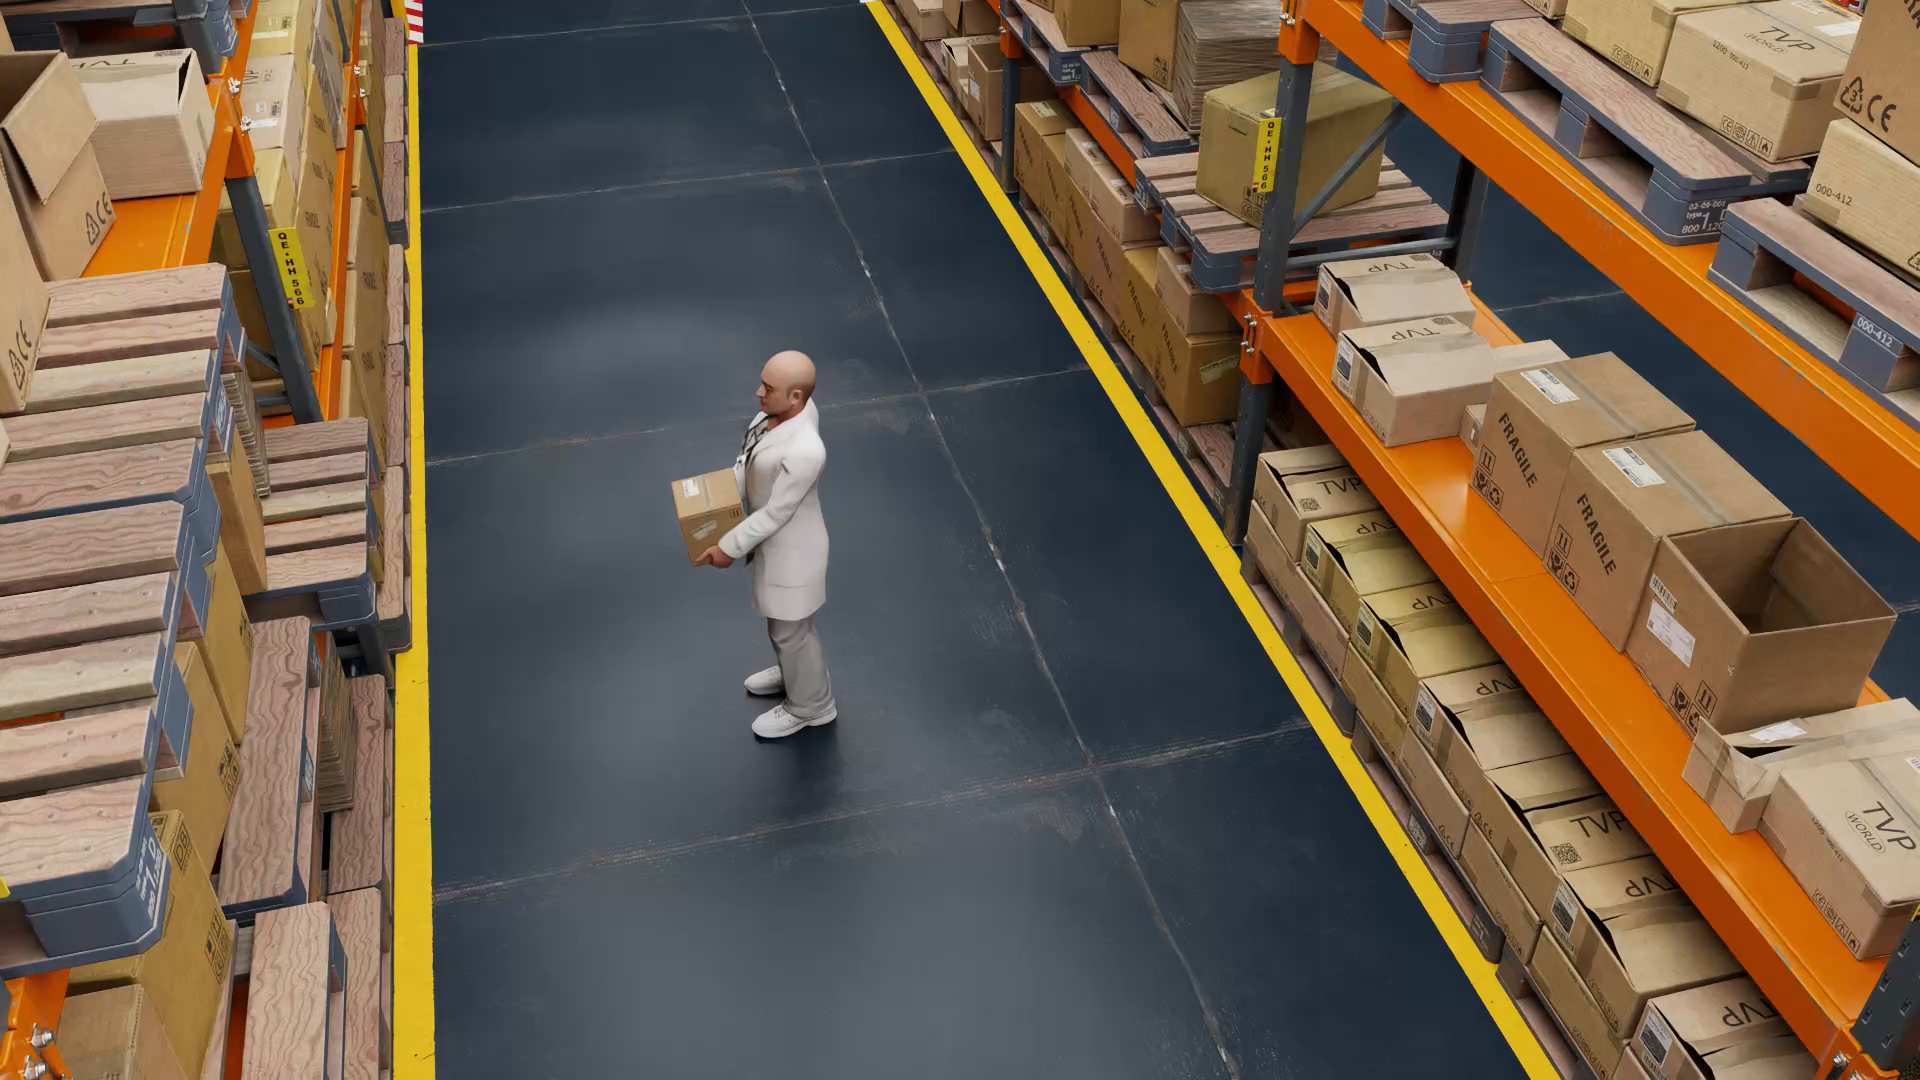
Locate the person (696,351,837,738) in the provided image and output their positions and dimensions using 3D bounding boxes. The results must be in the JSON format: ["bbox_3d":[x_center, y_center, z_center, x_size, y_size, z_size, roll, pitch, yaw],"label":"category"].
[{"bbox_3d":[-0.797,0.029,6.695,0.548,1.775,0.528,-9,39,-11],"label":"person"}]
